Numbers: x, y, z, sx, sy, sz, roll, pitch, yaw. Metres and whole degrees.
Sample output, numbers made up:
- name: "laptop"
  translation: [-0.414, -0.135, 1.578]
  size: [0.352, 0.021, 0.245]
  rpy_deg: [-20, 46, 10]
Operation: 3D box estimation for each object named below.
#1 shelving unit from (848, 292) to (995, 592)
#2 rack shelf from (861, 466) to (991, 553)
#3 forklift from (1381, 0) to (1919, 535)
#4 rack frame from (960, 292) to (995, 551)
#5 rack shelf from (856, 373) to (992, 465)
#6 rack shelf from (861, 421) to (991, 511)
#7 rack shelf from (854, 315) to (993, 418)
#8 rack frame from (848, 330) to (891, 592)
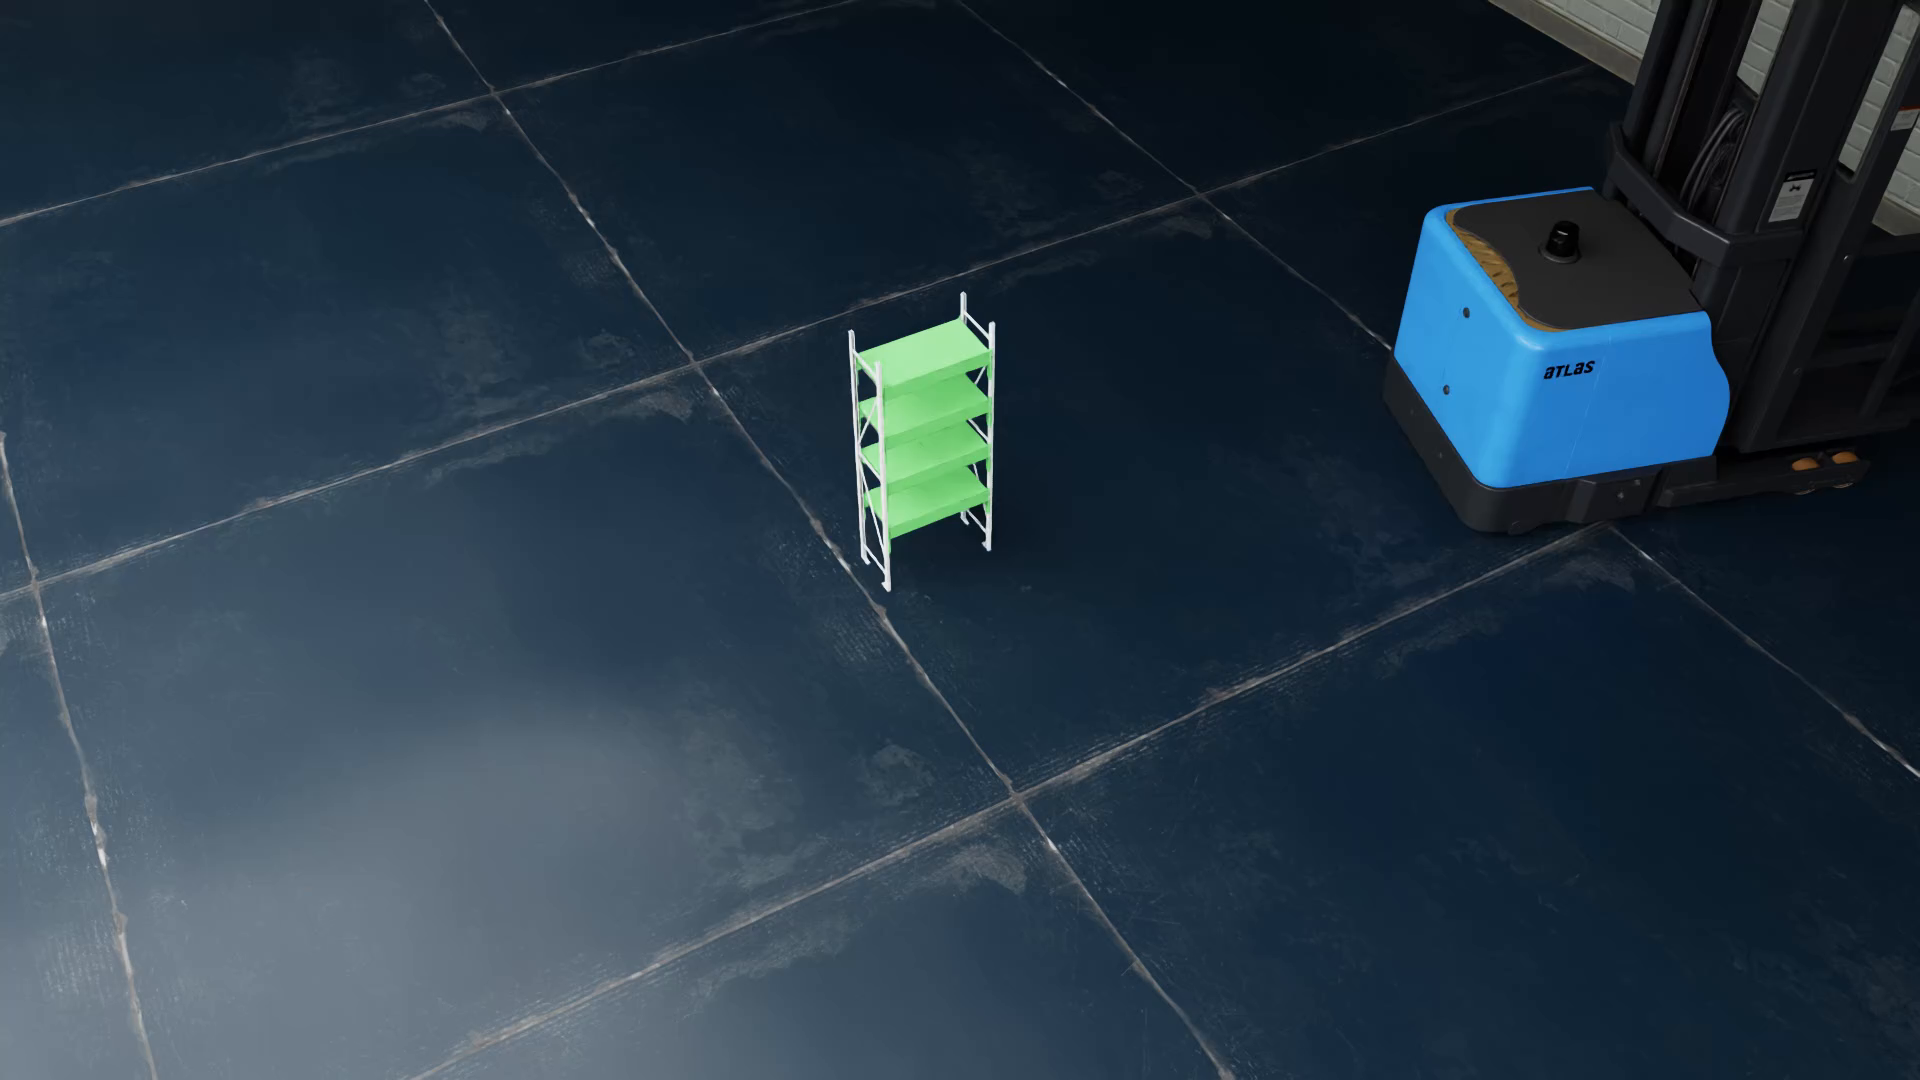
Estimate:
- name: "shelving unit"
  translation: [-0.144, -0.373, 6.702]
  size: [0.503, 1.200, 0.258]
  rpy_deg: [-22, 48, -21]
- name: "rack shelf"
  translation: [-0.144, -0.155, 6.914]
  size: [0.480, 0.148, 0.258]
  rpy_deg: [-22, 48, -21]
- name: "forklift"
  translation: [3.542, -1.606, 6.729]
  size: [3.031, 2.935, 1.130]
  rpy_deg: [-9, 45, -9]
- name: "rack frame"
  translation: [0.068, -0.458, 6.790]
  size: [0.015, 1.200, 0.240]
  rpy_deg: [-22, 48, -21]
- name: "rack shelf"
  translation: [-0.144, -0.500, 6.580]
  size: [0.480, 0.148, 0.258]
  rpy_deg: [-22, 48, -21]
- name: "rack shelf"
  translation: [-0.144, -0.327, 6.747]
  size: [0.480, 0.148, 0.258]
  rpy_deg: [-22, 48, -21]
- name: "rack shelf"
  translation: [-0.144, -0.672, 6.413]
  size: [0.480, 0.148, 0.258]
  rpy_deg: [-22, 48, -21]
- name: "rack frame"
  translation: [-0.355, -0.288, 6.615]
  size: [0.015, 1.200, 0.240]
  rpy_deg: [-22, 48, -21]
